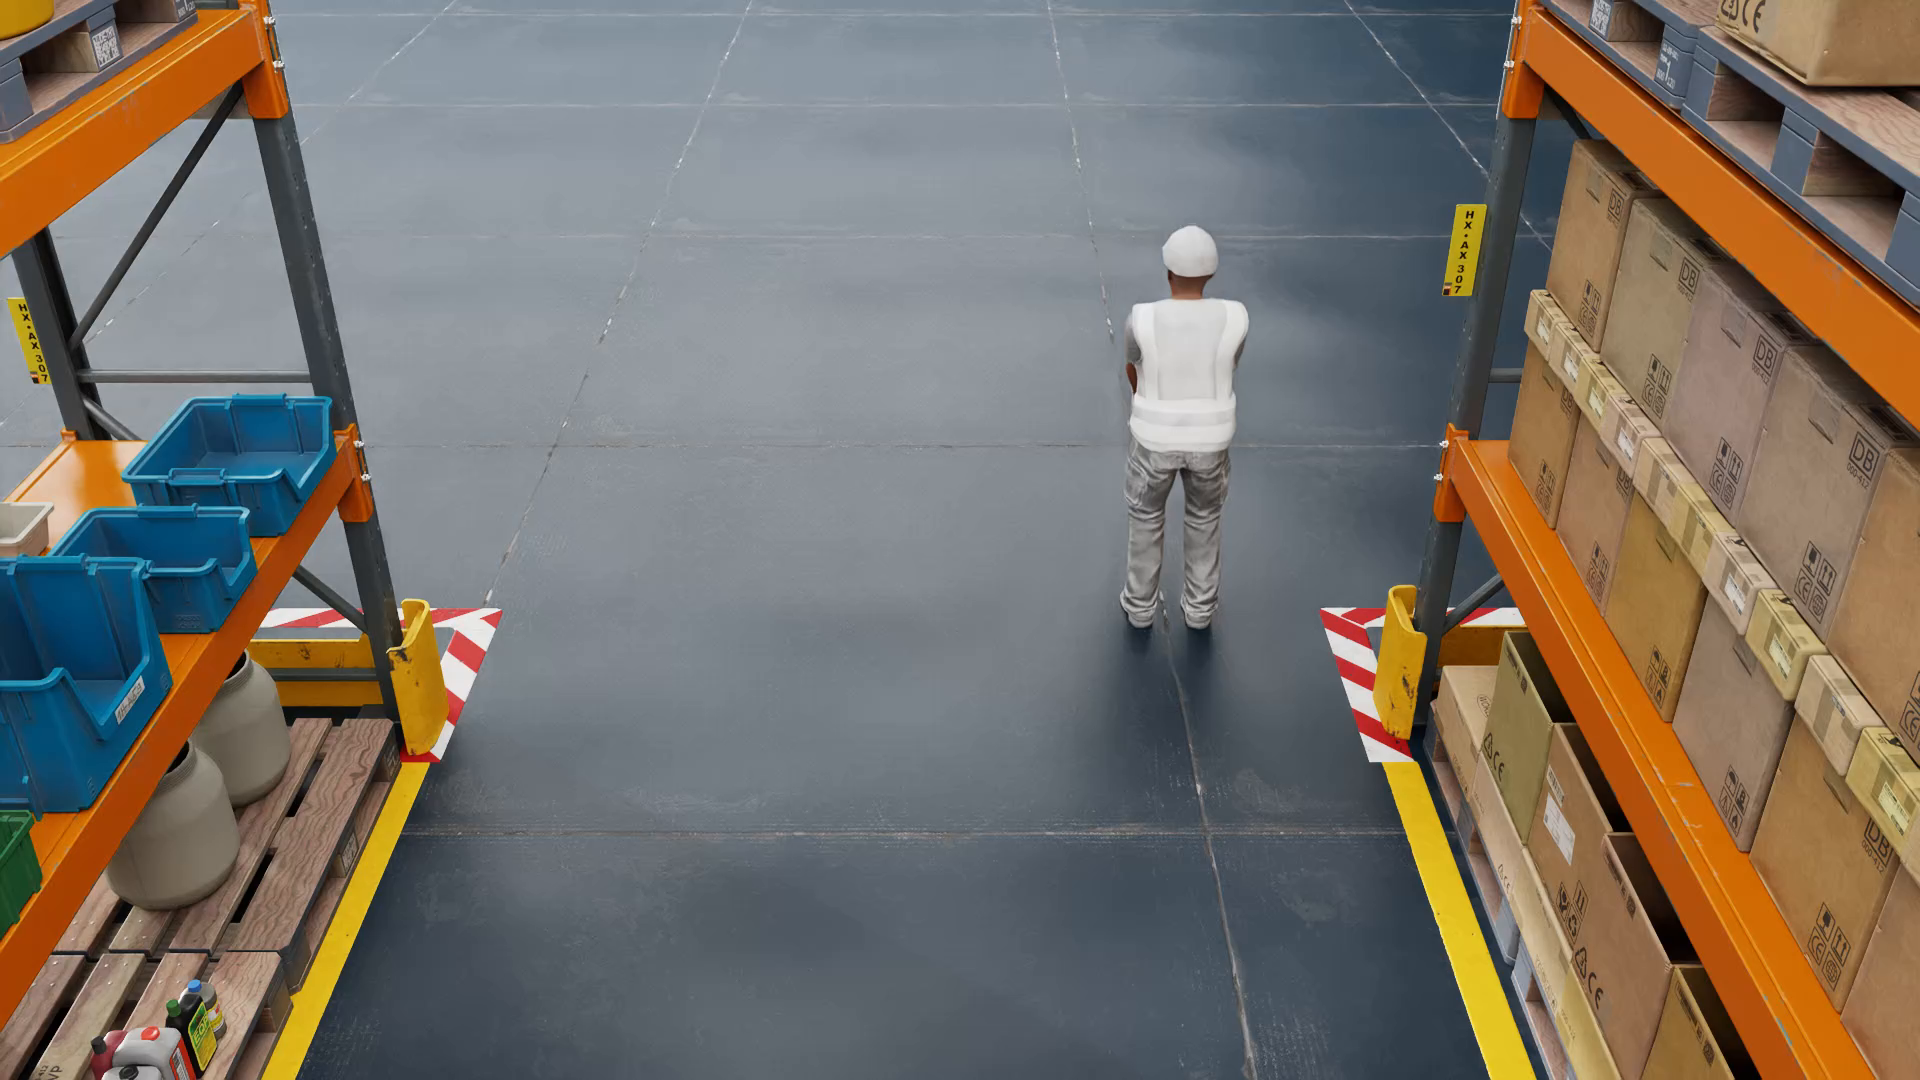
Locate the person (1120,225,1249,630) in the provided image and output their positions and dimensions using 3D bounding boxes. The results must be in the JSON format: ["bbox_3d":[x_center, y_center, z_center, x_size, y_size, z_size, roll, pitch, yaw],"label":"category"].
[{"bbox_3d":[0.894,-0.483,6.910,0.491,1.782,0.580,0,31,-1],"label":"person"}]
